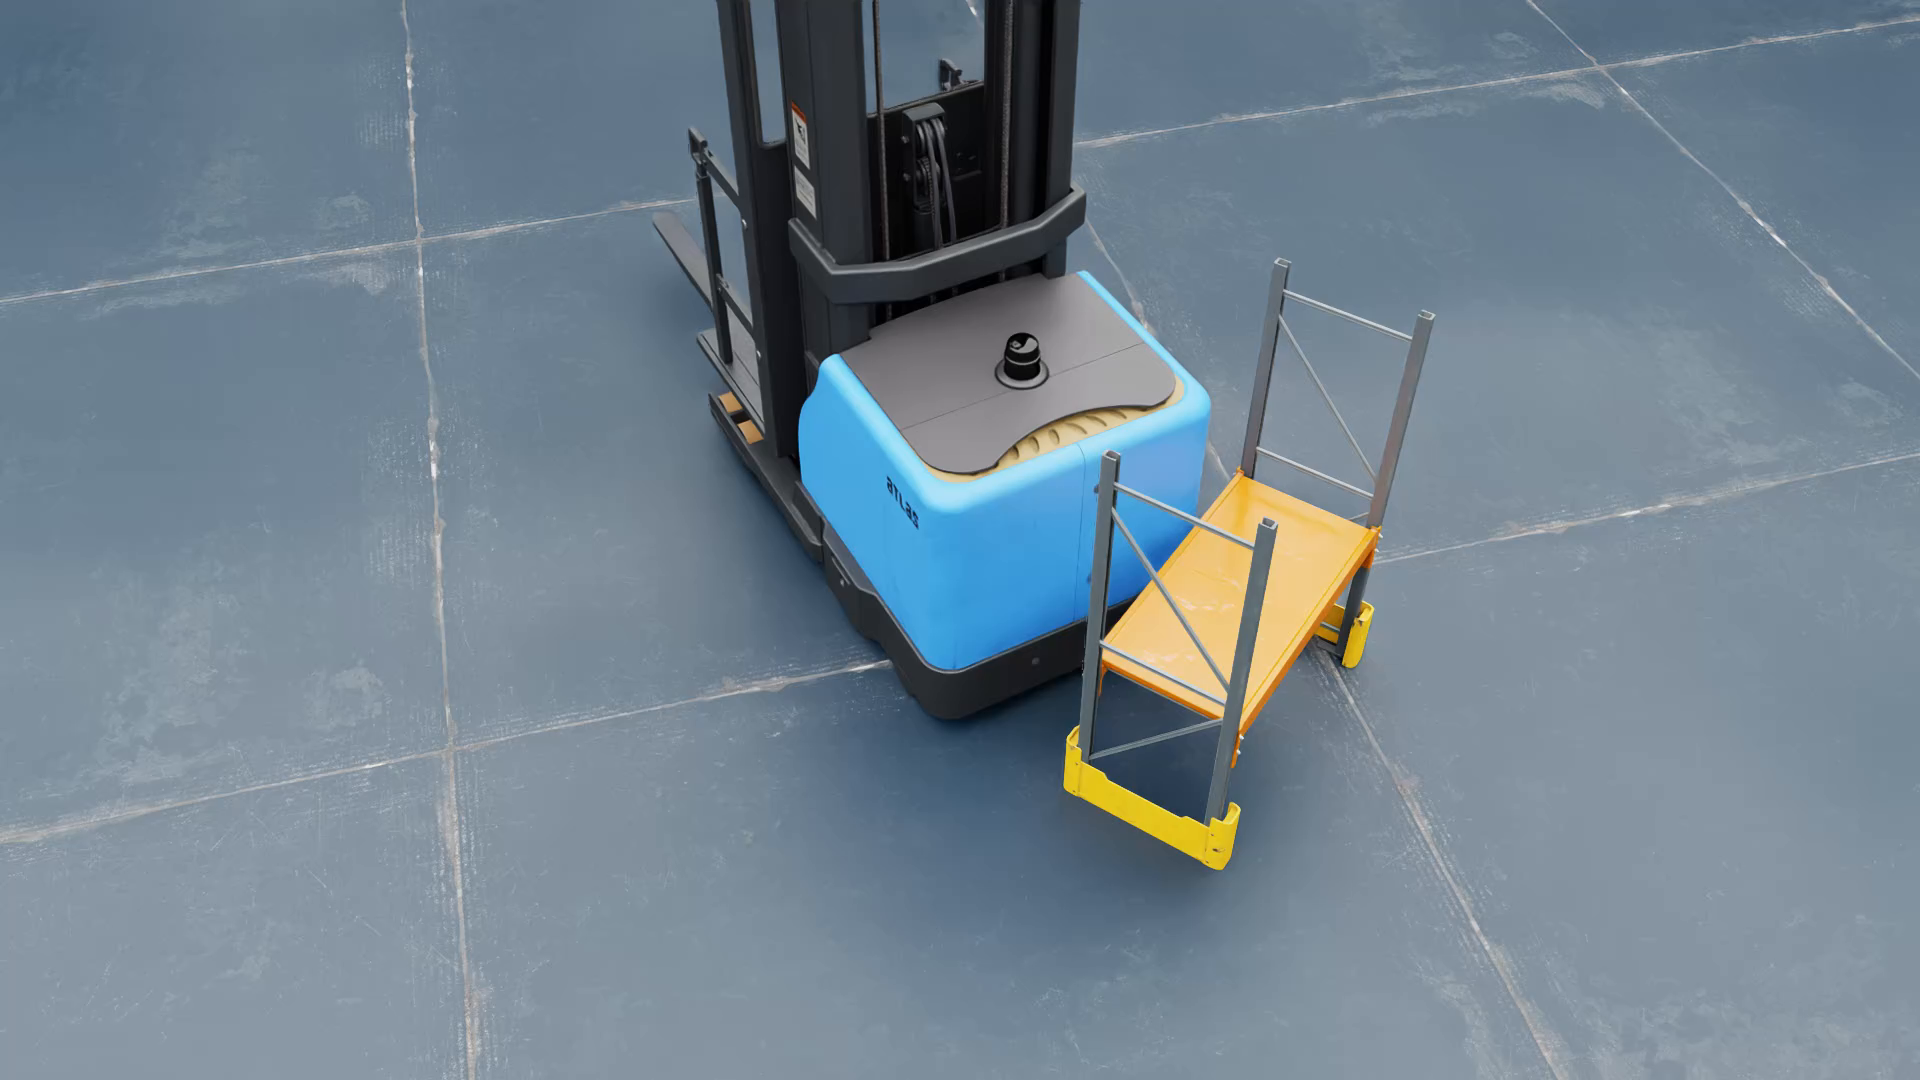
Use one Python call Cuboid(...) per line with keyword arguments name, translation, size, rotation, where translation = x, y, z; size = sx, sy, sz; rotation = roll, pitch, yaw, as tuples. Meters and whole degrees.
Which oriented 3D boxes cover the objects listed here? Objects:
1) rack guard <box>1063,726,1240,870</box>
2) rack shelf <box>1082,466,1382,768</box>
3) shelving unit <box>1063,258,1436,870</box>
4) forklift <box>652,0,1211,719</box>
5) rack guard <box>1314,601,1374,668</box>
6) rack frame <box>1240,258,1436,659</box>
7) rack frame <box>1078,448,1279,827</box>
Cuboid(name="rack guard", translation=(0.599, 0.816, 5.275), size=(0.587, 0.250, 0.087), rotation=(26, 51, 23))
Cuboid(name="rack shelf", translation=(0.870, 0.215, 5.241), size=(0.538, 0.185, 1.000), rotation=(26, 51, 23))
Cuboid(name="shelving unit", translation=(0.876, 0.083, 5.118), size=(0.587, 1.500, 1.083), rotation=(26, 51, 23))
Cuboid(name="forklift", translation=(-0.341, -1.477, 5.645), size=(1.130, 2.935, 3.031), rotation=(-21, 49, -20))
Cuboid(name="rack guard", translation=(1.152, 0.225, 5.854), size=(0.587, 0.250, 0.087), rotation=(26, 51, 23))
Cuboid(name="rack frame", translation=(1.153, -0.213, 5.409), size=(0.500, 1.500, 0.032), rotation=(26, 51, 23))
Cuboid(name="rack frame", translation=(0.588, 0.391, 4.817), size=(0.500, 1.500, 0.032), rotation=(26, 51, 23))
